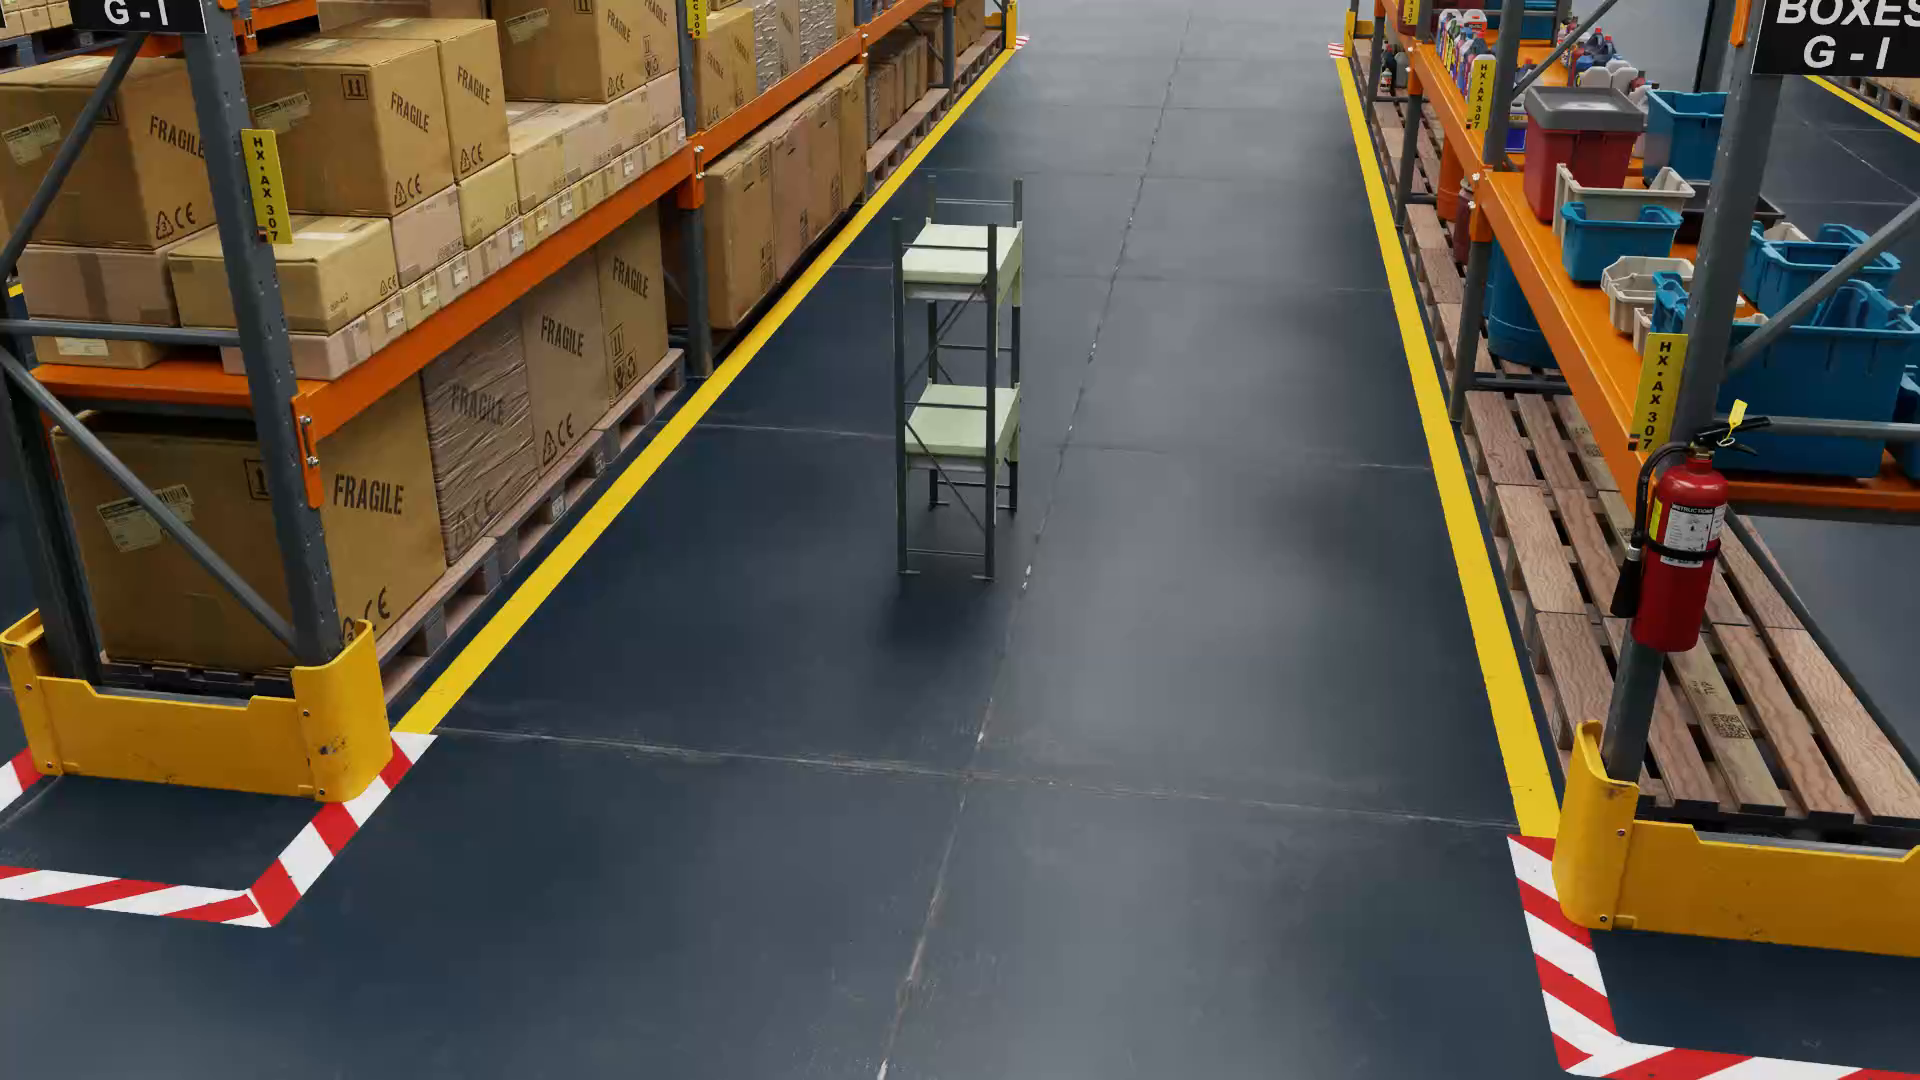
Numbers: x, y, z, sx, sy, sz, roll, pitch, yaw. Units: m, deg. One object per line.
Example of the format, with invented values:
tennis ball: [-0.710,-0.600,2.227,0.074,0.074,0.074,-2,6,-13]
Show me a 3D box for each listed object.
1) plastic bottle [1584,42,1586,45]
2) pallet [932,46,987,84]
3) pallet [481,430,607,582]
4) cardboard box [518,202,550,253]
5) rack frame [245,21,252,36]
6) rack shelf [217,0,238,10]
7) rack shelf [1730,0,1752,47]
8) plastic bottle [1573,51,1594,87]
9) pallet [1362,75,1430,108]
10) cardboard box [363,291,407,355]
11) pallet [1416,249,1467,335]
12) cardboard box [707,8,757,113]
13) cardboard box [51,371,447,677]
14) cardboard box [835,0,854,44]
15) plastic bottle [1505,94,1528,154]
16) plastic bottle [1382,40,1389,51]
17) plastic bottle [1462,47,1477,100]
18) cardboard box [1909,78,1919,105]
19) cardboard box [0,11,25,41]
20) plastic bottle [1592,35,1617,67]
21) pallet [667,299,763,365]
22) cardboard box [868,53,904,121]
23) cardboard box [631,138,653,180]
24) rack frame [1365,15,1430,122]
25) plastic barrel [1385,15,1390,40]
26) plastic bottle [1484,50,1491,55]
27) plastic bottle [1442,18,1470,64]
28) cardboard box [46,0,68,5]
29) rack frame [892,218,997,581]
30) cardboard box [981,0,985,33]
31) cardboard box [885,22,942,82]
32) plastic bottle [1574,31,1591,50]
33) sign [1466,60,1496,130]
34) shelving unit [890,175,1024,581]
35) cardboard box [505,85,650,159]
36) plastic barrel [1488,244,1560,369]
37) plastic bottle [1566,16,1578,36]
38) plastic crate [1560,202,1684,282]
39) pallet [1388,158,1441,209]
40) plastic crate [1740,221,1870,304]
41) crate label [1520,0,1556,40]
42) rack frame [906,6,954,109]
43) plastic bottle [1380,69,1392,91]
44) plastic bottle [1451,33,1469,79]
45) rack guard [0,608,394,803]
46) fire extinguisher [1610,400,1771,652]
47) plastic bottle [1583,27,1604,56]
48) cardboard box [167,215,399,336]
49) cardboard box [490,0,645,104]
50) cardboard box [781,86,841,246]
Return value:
plastic bottle: [3.871,-2.986,10.325,0.097,0.201,0.097,0,25,0]
pallet: [-0.291,-5.170,18.046,1.003,0.211,1.213,4,25,9]
pallet: [-2.269,-0.205,7.438,1.003,0.211,1.213,4,25,9]
cardboard box: [-1.890,-1.274,6.730,0.380,0.149,0.250,3,25,7]
rack frame: [-6.093,-4.351,13.006,1.000,3.000,0.127,4,25,9]
rack shelf: [-2.197,-2.488,6.338,1.077,0.370,4.000,4,25,9]
rack shelf: [2.689,-2.145,5.604,1.077,0.370,4.000,4,25,9]
plastic bottle: [3.593,-2.680,9.589,0.097,0.271,0.097,0,25,0]
pallet: [4.475,-4.310,16.208,1.003,0.211,1.213,4,25,9]
cardboard box: [-2.100,-0.738,5.585,0.380,0.149,0.250,4,25,8]
pallet: [3.381,-1.517,10.243,1.003,0.211,1.213,4,25,9]
cardboard box: [-1.467,-2.723,9.410,0.500,0.500,0.500,4,25,9]
cardboard box: [-2.498,-0.120,5.979,0.875,0.875,0.875,4,25,9]
cardboard box: [-1.053,-3.786,11.683,0.500,0.500,0.500,5,26,10]
plastic bottle: [2.762,-2.080,8.301,0.152,0.276,0.135,4,25,9]
plastic bottle: [4.229,-4.799,16.569,0.144,0.351,0.185,4,25,8]
plastic bottle: [2.957,-2.700,9.618,0.061,0.283,0.133,4,25,9]
cardboard box: [9.070,-4.104,15.227,0.500,0.250,0.500,4,25,9]
cardboard box: [-6.102,-3.213,10.376,0.380,0.149,0.250,4,25,9]
plastic bottle: [3.719,-2.726,9.593,0.144,0.351,0.185,4,25,9]
pallet: [-1.818,-1.357,9.900,1.003,0.211,1.213,4,25,9]
cardboard box: [-0.872,-4.017,14.724,0.700,0.500,0.500,2,25,4]
cardboard box: [-1.681,-1.813,7.881,0.380,0.149,0.250,4,25,8]
rack frame: [4.324,-5.295,15.023,1.000,3.000,0.127,4,25,9]
plastic barrel: [4.945,-5.750,18.436,0.421,0.512,0.421,0,25,0]
plastic bottle: [3.038,-2.697,9.624,0.097,0.271,0.097,0,25,0]
plastic bottle: [3.205,-3.213,10.723,0.152,0.276,0.135,4,25,9]
cardboard box: [-6.019,-3.571,10.791,0.380,0.149,0.250,4,25,8]
rack frame: [-0.059,-0.529,6.611,0.400,1.500,0.023,4,25,9]
cardboard box: [-0.028,-6.109,19.216,0.500,0.500,0.500,9,27,18]
cardboard box: [-0.458,-4.860,16.548,0.500,0.500,0.500,3,25,7]
plastic bottle: [3.887,-3.058,10.397,0.097,0.271,0.097,0,25,0]
sign: [2.474,-2.113,7.899,0.100,0.325,0.005,4,25,9]
shelving unit: [0.001,-0.682,6.938,0.431,1.500,0.755,4,25,9]
cardboard box: [-1.766,-1.939,7.681,0.500,0.250,0.500,5,26,10]
plastic barrel: [3.122,-1.415,8.714,0.600,0.901,0.708,4,25,9]
plastic bottle: [3.987,-3.274,10.843,0.061,0.283,0.133,4,25,9]
plastic crate: [2.445,-1.104,6.197,0.416,0.233,0.300,4,25,9]
pallet: [3.835,-2.680,12.727,1.003,0.211,1.213,4,25,9]
plastic crate: [2.992,-0.984,5.940,0.416,0.233,0.300,4,25,9]
crate label: [4.109,-3.696,11.805,0.303,0.233,0.416,4,25,9]
rack frame: [-0.563,-5.638,15.756,1.000,3.000,0.127,4,25,9]
plastic bottle: [4.076,-4.400,15.893,0.097,0.201,0.097,0,25,0]
plastic bottle: [3.083,-2.972,10.212,0.097,0.271,0.097,0,25,0]
rack guard: [-2.528,0.523,5.542,1.175,0.500,0.348,4,25,9]
fire extinguisher: [1.890,-0.040,4.329,0.296,0.674,0.183,4,25,9]
plastic bottle: [3.771,-2.859,9.878,0.144,0.351,0.185,4,25,9]
cardboard box: [-2.179,-0.868,5.392,0.500,0.250,0.500,3,25,7]
cardboard box: [-1.767,-2.278,7.520,0.500,0.500,0.500,4,25,9]
cardboard box: [-1.503,-2.533,11.135,1.225,0.875,0.875,4,25,9]
